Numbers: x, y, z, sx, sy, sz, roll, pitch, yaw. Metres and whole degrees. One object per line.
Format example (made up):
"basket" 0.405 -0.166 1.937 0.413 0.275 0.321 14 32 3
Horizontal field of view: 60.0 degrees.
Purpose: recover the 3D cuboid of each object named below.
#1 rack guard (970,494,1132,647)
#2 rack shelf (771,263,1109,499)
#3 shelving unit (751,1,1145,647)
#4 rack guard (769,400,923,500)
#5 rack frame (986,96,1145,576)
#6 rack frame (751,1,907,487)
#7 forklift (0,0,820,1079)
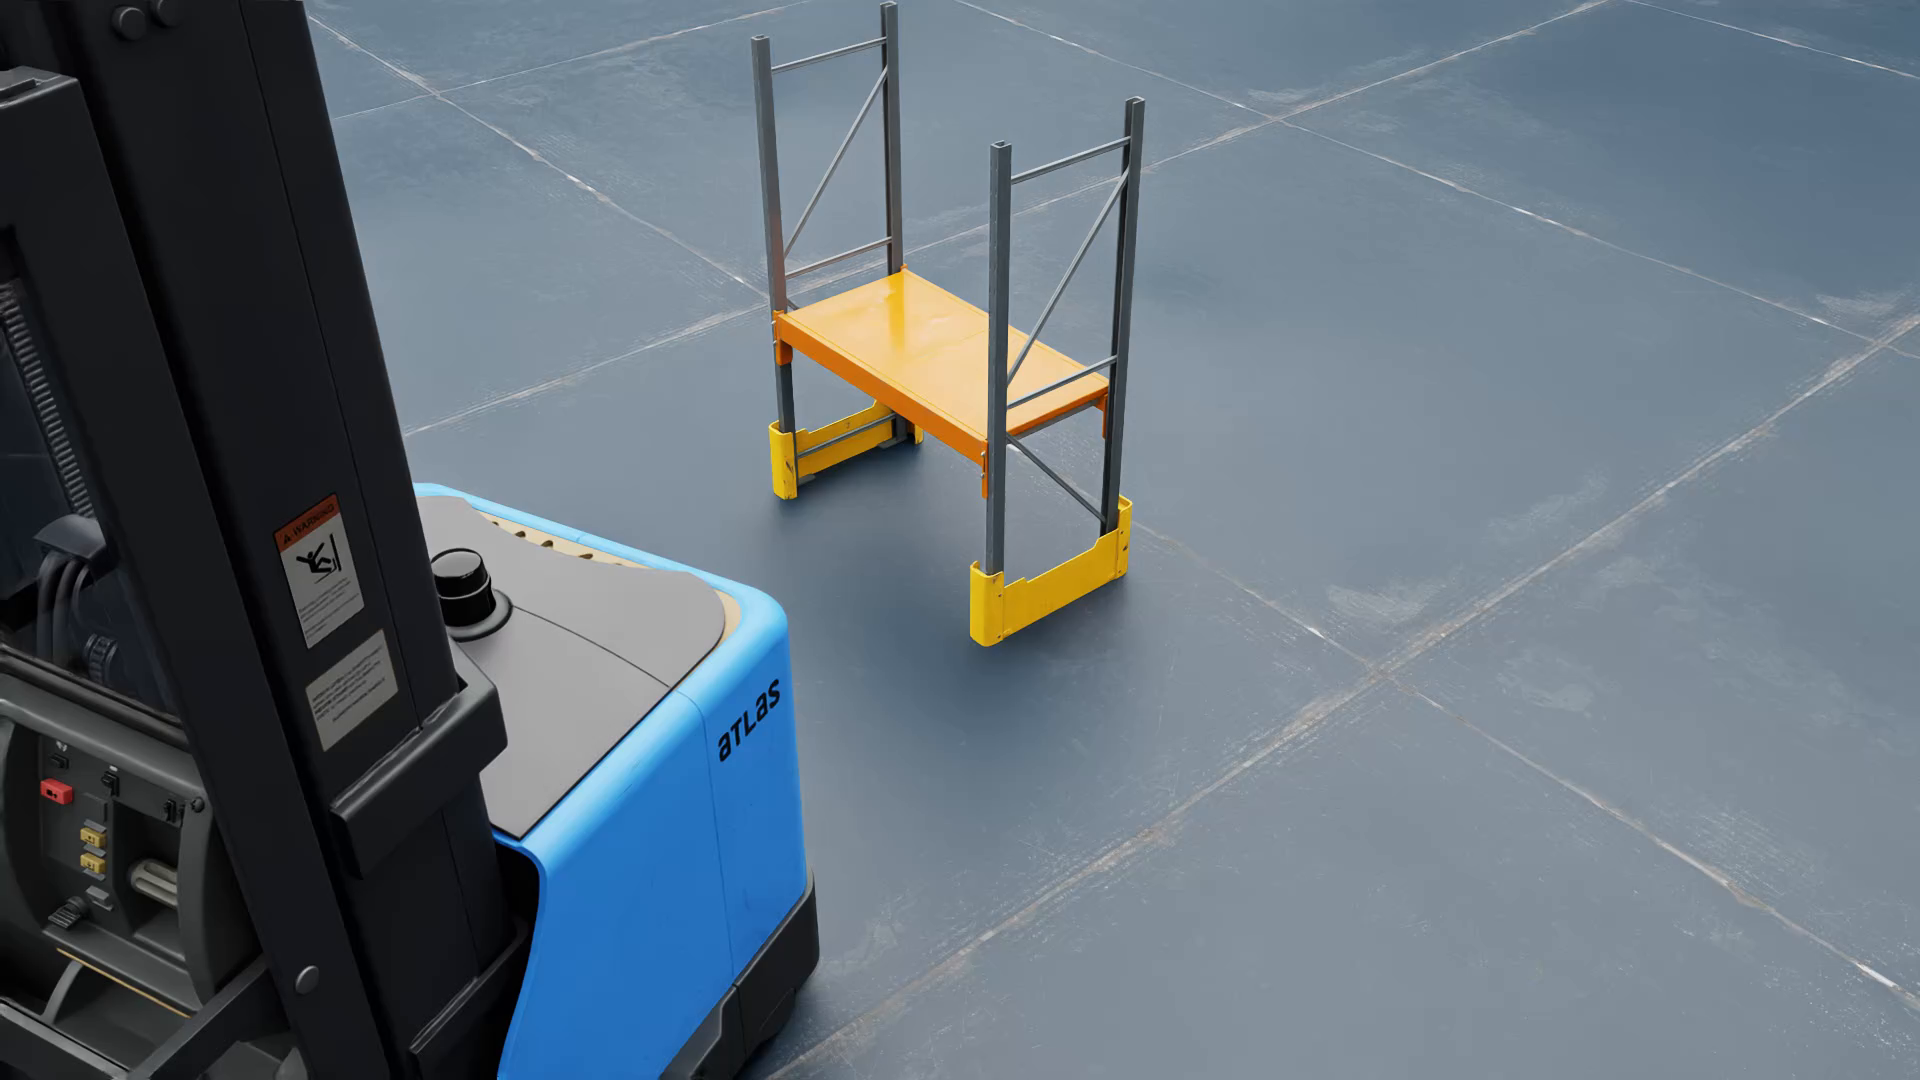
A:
"rack guard" 0.272 0.084 4.915 0.587 0.250 0.087 -26 43 -32
"rack shelf" -0.055 -0.503 4.974 0.538 0.185 1.000 -26 43 -32
"shelving unit" -0.049 -0.646 4.864 0.587 1.500 1.083 -26 43 -32
"rack guard" -0.371 -0.356 5.536 0.587 0.250 0.087 -26 43 -32
"rack frame" 0.273 -0.425 4.553 0.500 1.500 0.032 -26 43 -32
"rack frame" -0.383 -0.874 5.187 0.500 1.500 0.032 -26 43 -32
"forklift" -1.445 0.420 2.121 1.130 2.935 3.031 17 39 22
